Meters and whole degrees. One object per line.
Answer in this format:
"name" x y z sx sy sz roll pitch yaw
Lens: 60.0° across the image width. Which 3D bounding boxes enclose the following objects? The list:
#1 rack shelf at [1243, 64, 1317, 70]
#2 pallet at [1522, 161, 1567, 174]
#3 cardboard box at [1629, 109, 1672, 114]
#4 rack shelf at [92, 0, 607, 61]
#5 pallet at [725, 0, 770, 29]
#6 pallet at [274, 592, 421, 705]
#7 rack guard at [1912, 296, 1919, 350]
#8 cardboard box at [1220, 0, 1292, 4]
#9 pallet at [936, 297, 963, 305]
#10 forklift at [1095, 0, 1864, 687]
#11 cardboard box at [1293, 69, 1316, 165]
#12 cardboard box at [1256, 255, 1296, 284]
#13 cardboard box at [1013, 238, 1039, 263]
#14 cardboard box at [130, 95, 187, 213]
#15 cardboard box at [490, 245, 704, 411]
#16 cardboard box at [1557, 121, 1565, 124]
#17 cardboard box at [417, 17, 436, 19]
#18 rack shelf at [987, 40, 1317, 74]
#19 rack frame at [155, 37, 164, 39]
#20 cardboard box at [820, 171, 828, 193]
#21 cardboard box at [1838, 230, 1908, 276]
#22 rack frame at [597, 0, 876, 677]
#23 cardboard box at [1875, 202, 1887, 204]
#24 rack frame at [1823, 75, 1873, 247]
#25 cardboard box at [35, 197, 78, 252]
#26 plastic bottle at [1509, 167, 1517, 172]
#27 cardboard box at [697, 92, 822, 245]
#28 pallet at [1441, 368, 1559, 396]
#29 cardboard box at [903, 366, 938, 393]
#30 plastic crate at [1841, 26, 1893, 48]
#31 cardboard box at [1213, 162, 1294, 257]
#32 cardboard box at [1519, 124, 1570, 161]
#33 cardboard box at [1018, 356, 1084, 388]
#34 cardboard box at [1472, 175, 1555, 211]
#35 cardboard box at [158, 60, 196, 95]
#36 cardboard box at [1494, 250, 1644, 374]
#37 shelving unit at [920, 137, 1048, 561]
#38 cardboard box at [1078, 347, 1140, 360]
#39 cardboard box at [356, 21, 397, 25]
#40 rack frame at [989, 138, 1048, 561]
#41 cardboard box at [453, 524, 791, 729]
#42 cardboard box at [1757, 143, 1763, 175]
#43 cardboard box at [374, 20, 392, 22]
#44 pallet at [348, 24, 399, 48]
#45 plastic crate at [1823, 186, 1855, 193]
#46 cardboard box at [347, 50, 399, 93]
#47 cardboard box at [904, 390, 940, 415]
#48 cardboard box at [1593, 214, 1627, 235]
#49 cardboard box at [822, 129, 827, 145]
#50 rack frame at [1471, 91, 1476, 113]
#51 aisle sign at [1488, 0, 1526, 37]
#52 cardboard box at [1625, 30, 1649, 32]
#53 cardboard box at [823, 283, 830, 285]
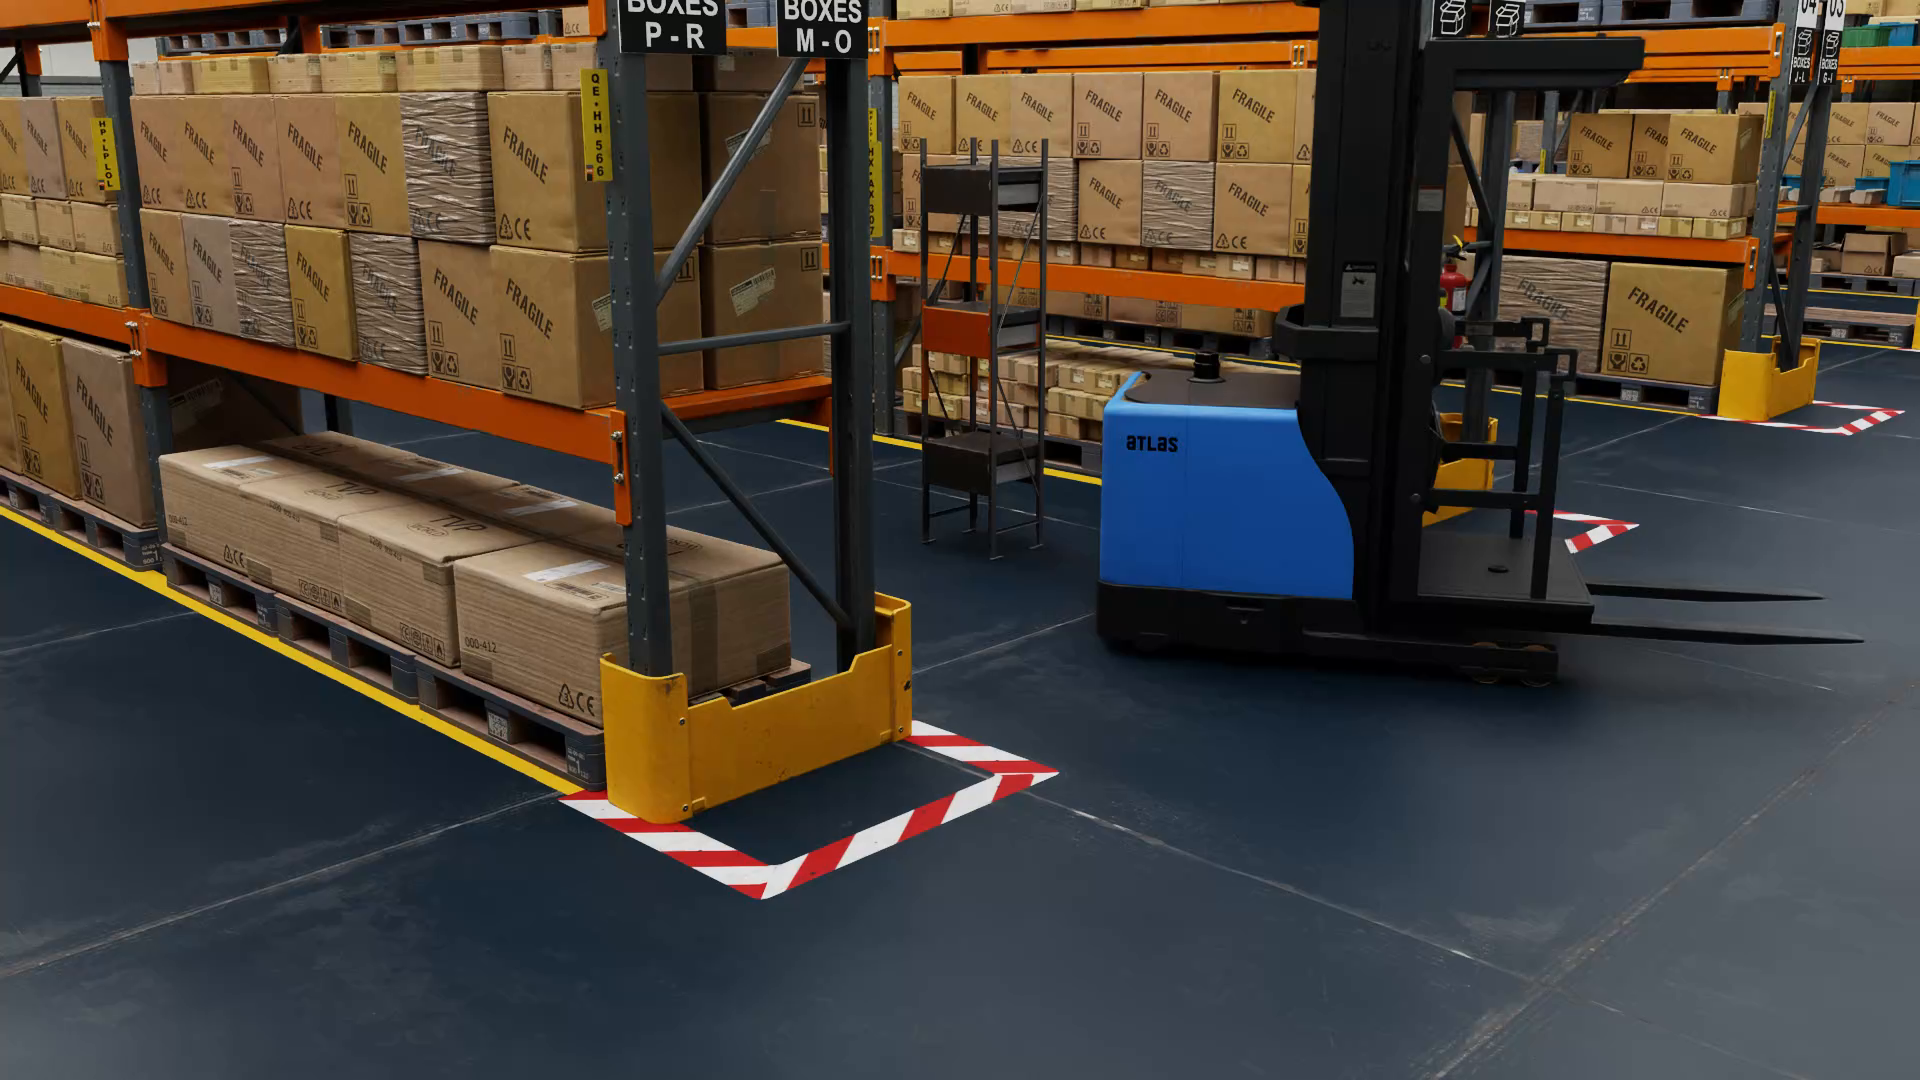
"rack shelf" 5.299 -5.513 19.619 4.000 0.370 1.077 14 20 42
"pallet" 8.703 -5.226 23.419 1.213 0.211 1.003 14 20 42
"cardboard box" 11.271 -6.902 27.159 0.500 0.250 0.500 13 20 41
"rack shelf" -2.138 -2.115 6.578 4.000 0.370 1.077 14 20 42
"pallet" -1.334 -3.947 12.554 1.003 0.211 1.213 14 20 42
"pallet" -2.202 0.349 7.176 1.213 0.211 1.003 14 20 42
"rack guard" 9.644 -2.148 16.184 0.348 0.500 1.175 14 20 42
"cardboard box" 1.781 -3.076 9.138 0.500 0.250 0.500 14 20 42
"pallet" -0.140 -2.648 18.677 1.213 0.211 1.003 14 20 42
"forklift" 2.153 -0.975 6.862 3.031 2.935 1.130 3 15 13
"cardboard box" 2.163 -2.289 8.996 0.500 0.500 0.500 13 20 41
"cardboard box" 1.890 -1.553 9.443 0.250 0.149 0.380 13 20 42
"cardboard box" 0.556 -1.874 10.673 0.380 0.149 0.250 -14 20 -43
"cardboard box" -3.403 -1.767 7.582 0.500 0.500 0.500 14 20 43
"cardboard box" -1.229 -0.746 5.649 0.500 0.500 0.500 14 20 43
"cardboard box" 10.390 -6.899 28.391 0.500 0.500 0.700 11 18 36
"cardboard box" -5.145 -4.967 15.564 0.250 0.149 0.380 14 20 42
"rack shelf" 1.861 -4.614 16.168 4.000 0.370 1.077 14 20 42
"rack frame" -8.853 -7.281 19.029 0.127 3.000 1.000 14 20 42
"cardboard box" -0.829 -2.583 11.972 0.250 0.149 0.380 14 20 43
"cardboard box" 11.535 -3.635 21.012 0.637 0.503 0.797 14 20 42
"rack frame" -0.698 -0.662 5.522 0.127 3.000 1.000 14 20 42
"cardboard box" 14.116 -5.077 25.307 0.250 0.149 0.380 14 20 42
"rack frame" 13.615 -5.858 25.464 0.127 3.000 1.000 14 20 42
"cardboard box" -4.429 -1.650 8.622 0.500 0.250 0.500 -14 20 -43
"plastic bottle" 6.406 -4.214 19.400 0.135 0.276 0.152 14 20 42
"cardboard box" -0.846 -1.330 5.904 0.500 0.500 0.500 13 20 41
"pallet" 4.676 -1.450 14.079 1.213 0.211 1.003 14 20 42
"cardboard box" -0.176 -1.124 11.528 0.380 0.149 0.250 -13 20 -42
"plastic crate" 8.710 -4.829 15.988 0.336 0.188 0.450 14 20 42
"cardboard box" 1.795 -1.893 9.460 0.500 0.500 0.500 13 20 41
"cardboard box" 8.357 -5.625 23.540 0.700 0.500 0.500 -10 18 -34
"cardboard box" 0.593 -1.096 10.832 0.380 0.149 0.250 -14 20 -43
"cardboard box" 4.538 -2.837 13.577 0.500 0.250 0.500 14 20 42
"cardboard box" -3.335 -2.063 7.435 0.250 0.149 0.380 14 20 43
"cardboard box" 5.009 -1.892 13.626 0.875 0.875 0.875 14 20 42
"shelving unit" 0.119 -0.987 8.556 0.503 2.100 0.431 14 20 42
"cardboard box" 1.009 -1.204 11.246 0.250 0.149 0.380 12 19 40
"cardboard box" -6.000 -5.385 17.168 0.250 0.149 0.380 13 20 41
"rack frame" 0.295 -0.944 8.392 0.015 2.100 0.400 14 20 42
"cardboard box" -1.243 0.278 6.166 0.875 0.438 0.875 13 19 40
"cardboard box" 10.357 -4.868 21.466 0.500 0.500 0.500 -14 20 -43
"cardboard box" -5.712 -5.165 16.092 0.396 0.266 0.258 13 20 41
"pallet" -5.280 -4.885 16.163 1.217 0.209 0.805 13 19 40
"plastic crate" 9.007 -3.554 17.026 0.298 0.136 0.250 14 20 42
"cardboard box" -2.052 -1.748 6.222 0.380 0.149 0.250 -14 20 -43
"cardboard box" -0.176 -0.979 11.563 0.250 0.149 0.380 13 19 40
"cardboard box" 5.147 -2.475 12.979 0.250 0.149 0.380 14 20 43
"cardboard box" -1.146 -4.527 19.320 0.797 0.503 0.637 -12 19 -39
"rack frame" 7.300 -5.658 24.697 0.127 3.000 1.000 14 20 42
"aisle sign" 2.926 -2.877 8.870 0.004 0.787 0.394 14 20 42
"cardboard box" 9.371 -6.924 22.377 0.600 0.600 0.600 13 20 42
"cardboard box" -1.287 -1.811 12.571 0.500 0.250 0.500 -13 20 -42
